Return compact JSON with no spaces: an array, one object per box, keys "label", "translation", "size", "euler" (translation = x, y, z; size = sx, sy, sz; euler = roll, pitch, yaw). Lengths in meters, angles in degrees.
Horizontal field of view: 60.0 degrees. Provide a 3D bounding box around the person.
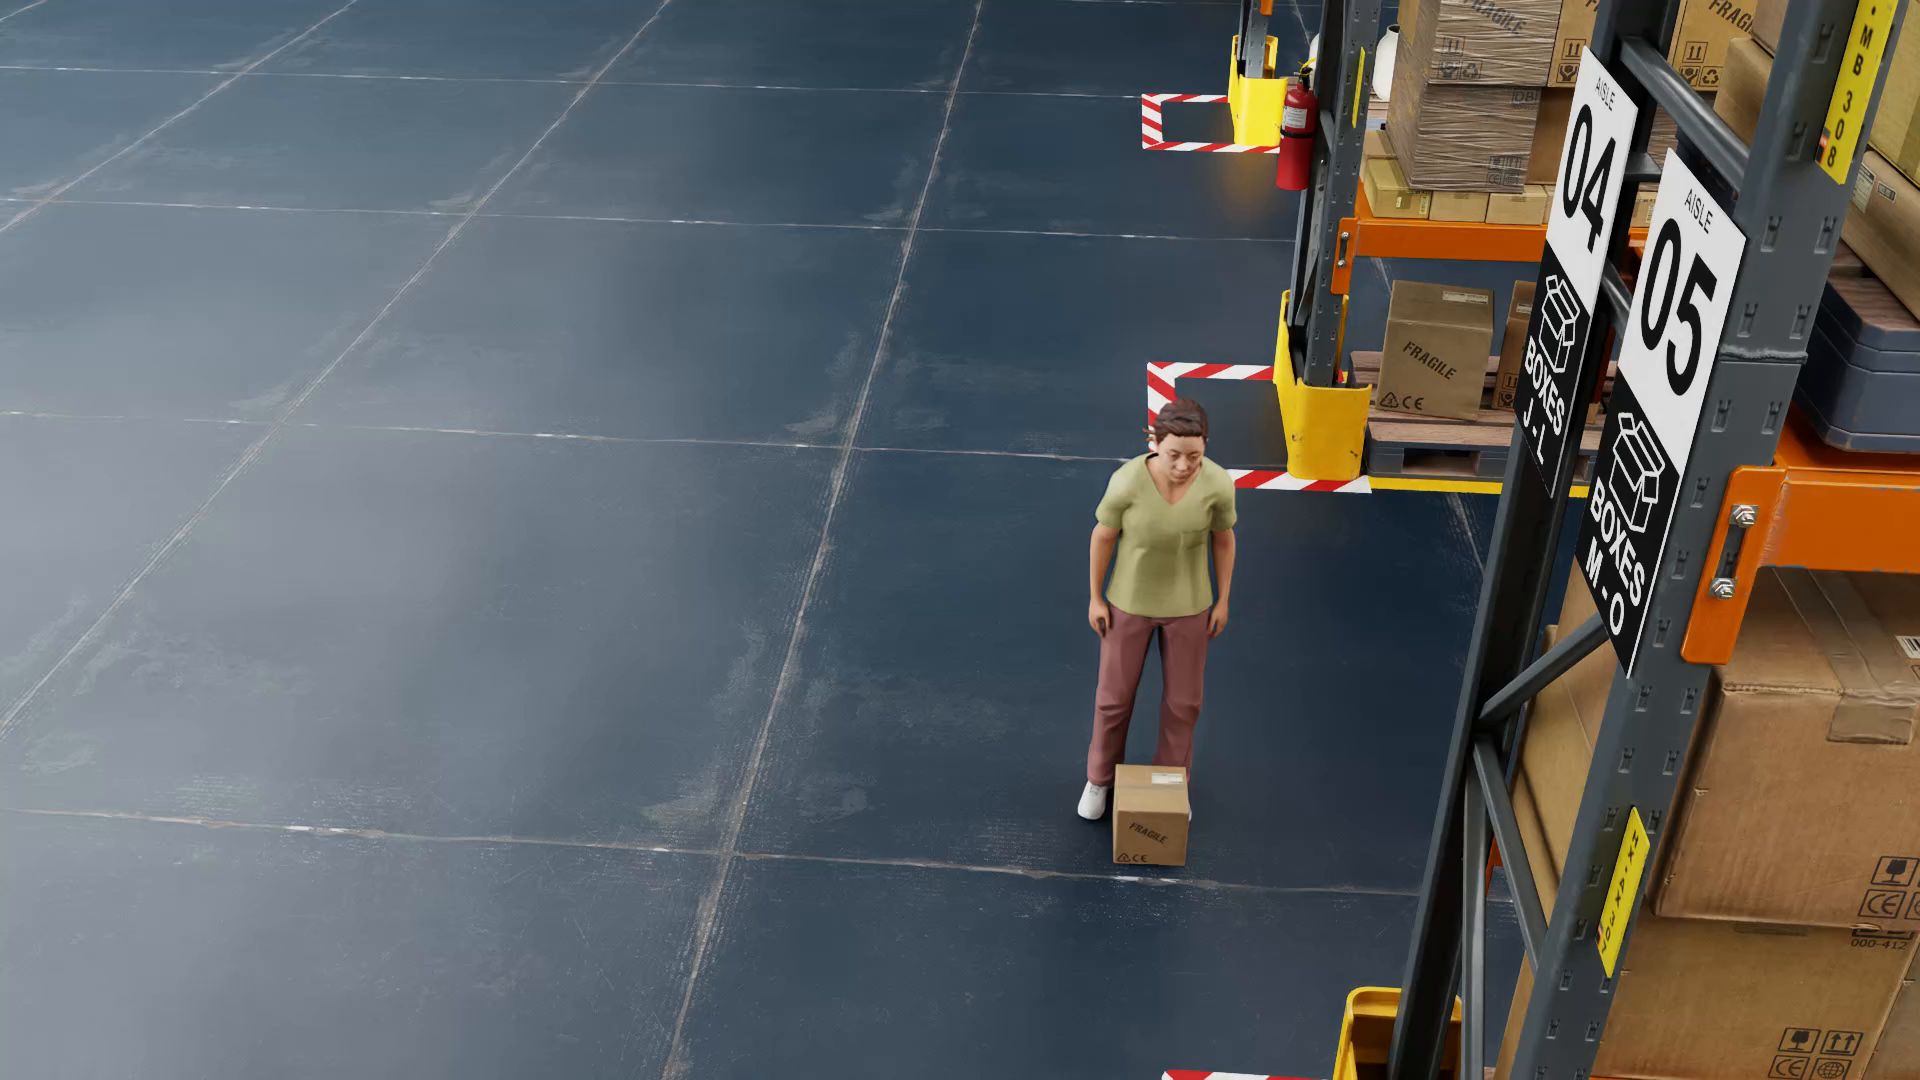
[{"label":"person","translation":[0.689,0.244,5.750],"size":[0.503,1.671,0.365],"euler":[1,32,2]}]
